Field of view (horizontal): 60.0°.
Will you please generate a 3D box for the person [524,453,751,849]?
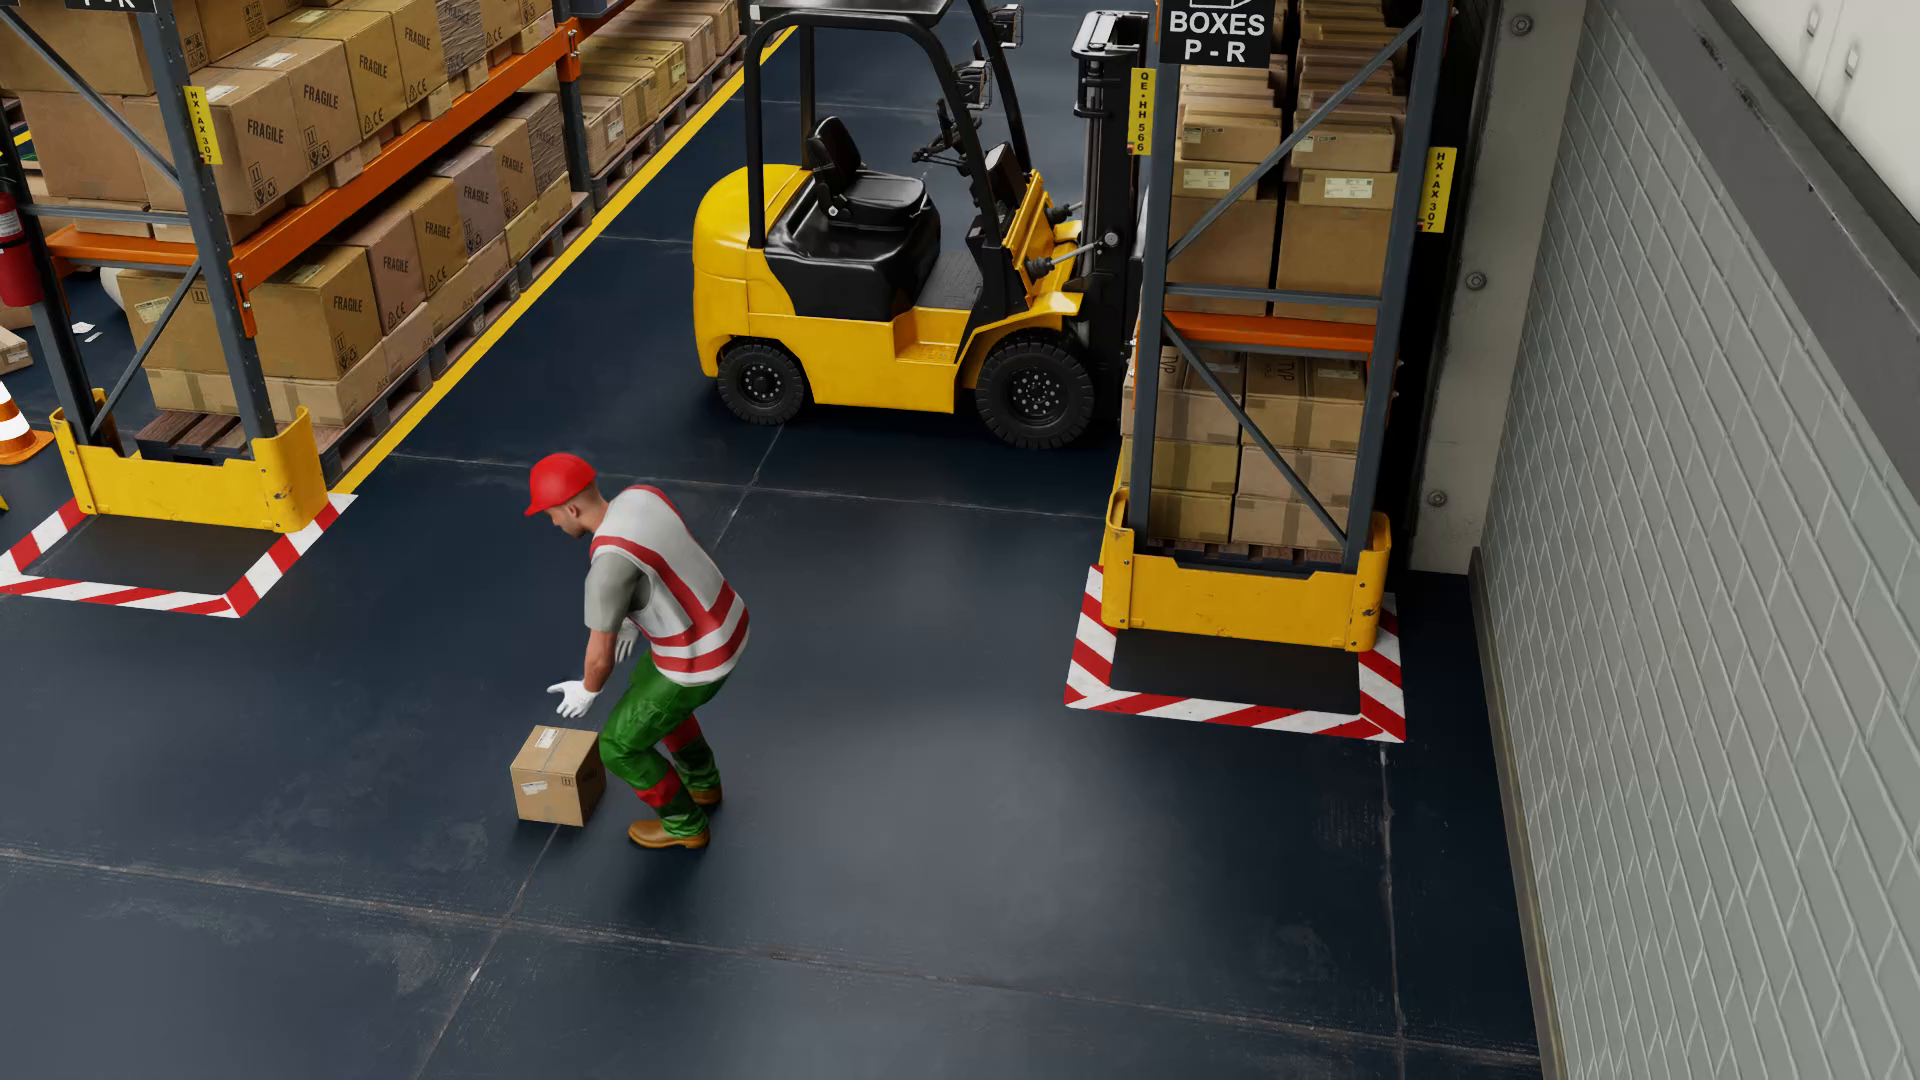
[{"bbox_3d":[-1.083,0.395,5.731,0.690,1.528,0.579,5,33,9],"label":"person"}]
